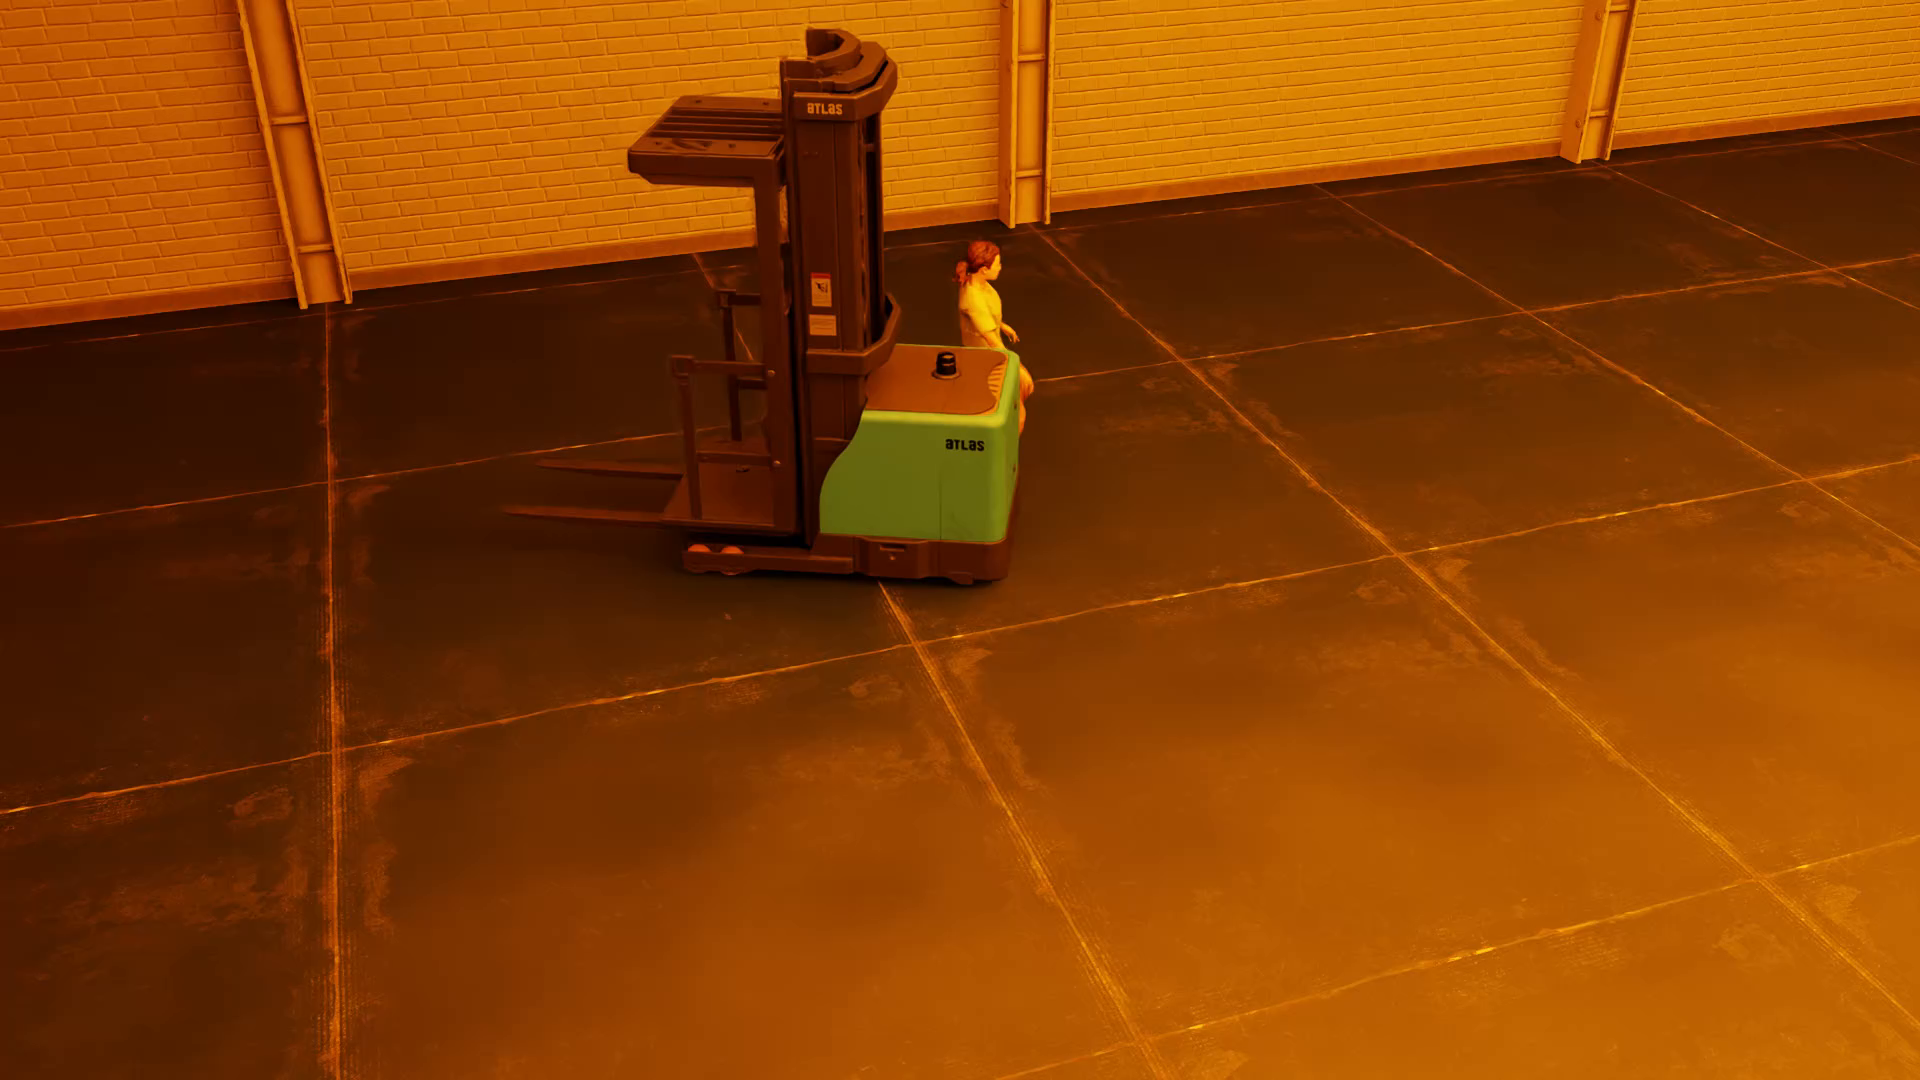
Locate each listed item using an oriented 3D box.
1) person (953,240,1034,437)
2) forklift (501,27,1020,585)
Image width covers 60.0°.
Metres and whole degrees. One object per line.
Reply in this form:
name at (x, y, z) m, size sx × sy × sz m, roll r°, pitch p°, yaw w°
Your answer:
person at (0.209, -1.128, 10.481) m, size 0.518 × 1.600 × 0.721 m, roll 1°, pitch 30°, yaw 2°
forklift at (-1.186, -1.321, 9.383) m, size 3.031 × 2.935 × 1.130 m, roll 3°, pitch 30°, yaw 6°
